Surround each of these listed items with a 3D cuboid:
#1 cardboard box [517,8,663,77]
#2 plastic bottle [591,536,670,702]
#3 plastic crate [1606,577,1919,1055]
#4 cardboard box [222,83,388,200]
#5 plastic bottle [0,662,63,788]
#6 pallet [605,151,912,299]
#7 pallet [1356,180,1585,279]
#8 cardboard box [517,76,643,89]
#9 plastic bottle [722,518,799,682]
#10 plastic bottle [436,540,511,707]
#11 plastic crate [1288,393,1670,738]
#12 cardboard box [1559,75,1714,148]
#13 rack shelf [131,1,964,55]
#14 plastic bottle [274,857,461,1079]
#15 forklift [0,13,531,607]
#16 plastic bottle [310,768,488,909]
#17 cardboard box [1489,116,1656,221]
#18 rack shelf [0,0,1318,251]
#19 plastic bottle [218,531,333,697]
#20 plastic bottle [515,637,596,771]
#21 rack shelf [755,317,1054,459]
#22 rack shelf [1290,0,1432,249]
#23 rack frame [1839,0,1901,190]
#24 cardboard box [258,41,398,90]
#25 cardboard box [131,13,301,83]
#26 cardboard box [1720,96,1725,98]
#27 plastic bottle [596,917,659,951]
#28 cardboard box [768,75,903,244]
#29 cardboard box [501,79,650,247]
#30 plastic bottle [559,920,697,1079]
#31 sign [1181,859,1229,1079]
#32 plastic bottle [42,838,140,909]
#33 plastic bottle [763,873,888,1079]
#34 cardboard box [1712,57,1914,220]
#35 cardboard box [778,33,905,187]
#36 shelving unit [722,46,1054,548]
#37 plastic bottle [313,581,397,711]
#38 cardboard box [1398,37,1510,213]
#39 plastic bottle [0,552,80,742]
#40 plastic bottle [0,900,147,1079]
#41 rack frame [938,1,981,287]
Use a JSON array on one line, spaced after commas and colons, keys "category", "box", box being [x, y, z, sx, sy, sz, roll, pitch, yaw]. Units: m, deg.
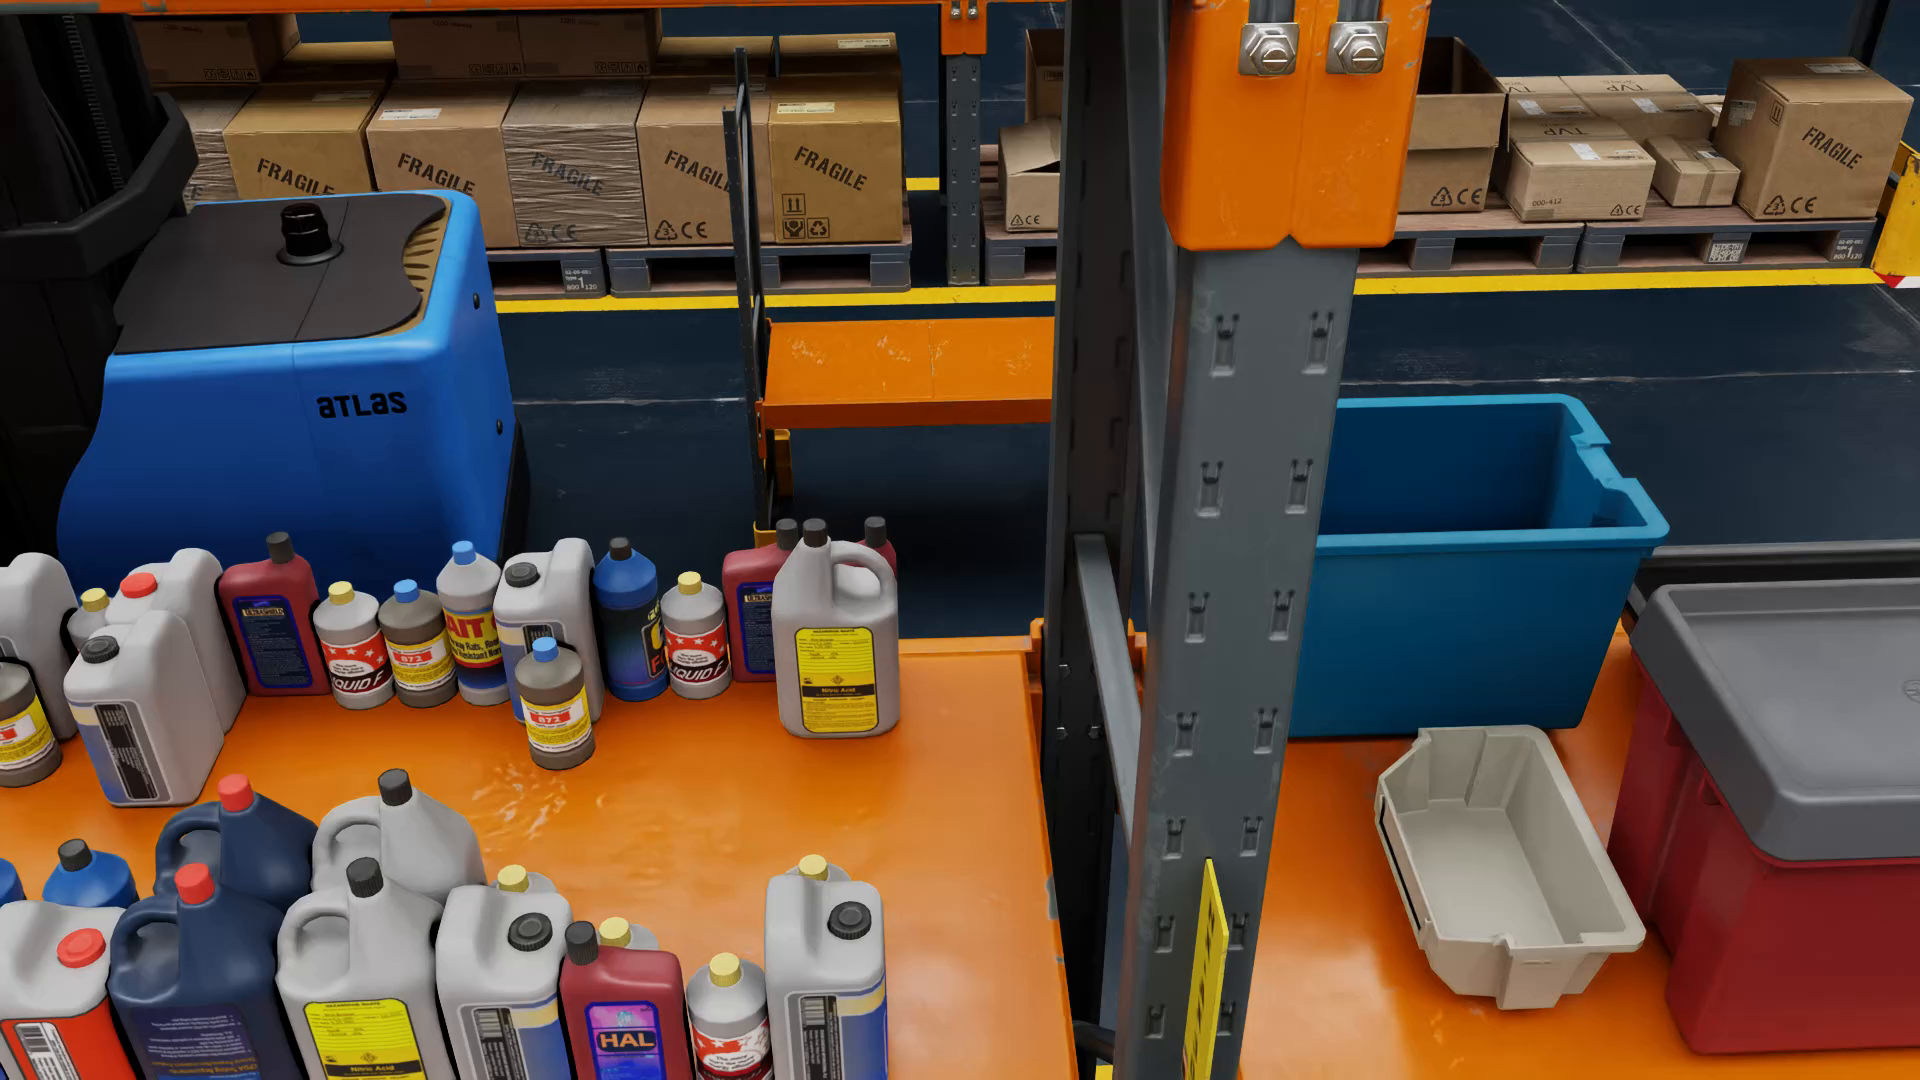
[{"category": "cardboard box", "box": [-1.502, -2.101, 6.801, 0.500, 0.250, 0.500, -1, 35, -2]}, {"category": "plastic bottle", "box": [-0.509, 0.115, 2.562, 0.097, 0.271, 0.097, 0, 35, 0]}, {"category": "plastic crate", "box": [1.126, 0.342, 2.011, 0.583, 0.464, 0.402, -2, 35, -2]}, {"category": "cardboard box", "box": [-2.512, -1.464, 6.540, 0.500, 0.500, 0.500, -2, 35, -3]}, {"category": "plastic bottle", "box": [-1.390, 0.254, 2.422, 0.097, 0.201, 0.097, 0, 35, 0]}, {"category": "pallet", "box": [-0.819, -1.351, 7.017, 1.213, 0.211, 1.003, -2, 35, -2]}, {"category": "pallet", "box": [1.899, -1.447, 7.155, 1.213, 0.211, 1.003, -2, 35, -2]}, {"category": "cardboard box", "box": [-1.535, -1.790, 7.010, 0.500, 0.500, 0.500, -1, 35, -2]}, {"category": "plastic bottle", "box": [-0.297, 0.094, 2.581, 0.133, 0.283, 0.061, -2, 35, -2]}, {"category": "plastic bottle", "box": [-0.741, 0.121, 2.553, 0.097, 0.271, 0.097, 0, 35, 0]}, {"category": "plastic crate", "box": [0.673, 0.050, 2.503, 0.575, 0.384, 0.392, -2, 35, -2]}, {"category": "cardboard box", "box": [2.931, -1.832, 7.291, 0.500, 0.250, 0.500, -2, 35, -2]}, {"category": "rack shelf", "box": [-2.006, -2.191, 6.413, 4.000, 0.370, 1.077, -2, 35, -2]}, {"category": "plastic bottle", "box": [-0.680, 0.506, 1.927, 0.185, 0.351, 0.144, -2, 35, -2]}, {"category": "forklift", "box": [-2.825, -0.963, 4.066, 3.031, 2.935, 1.130, -5, 35, -7]}, {"category": "plastic bottle", "box": [-0.687, 0.424, 2.045, 0.185, 0.351, 0.144, -2, 35, -2]}, {"category": "cardboard box", "box": [2.505, -1.536, 6.863, 0.500, 0.250, 0.500, -2, 35, -2]}, {"category": "rack shelf", "box": [-1.775, -0.609, 1.491, 4.000, 0.370, 1.077, -2, 35, -2]}, {"category": "plastic bottle", "box": [-1.051, 0.114, 2.552, 0.133, 0.283, 0.061, -2, 35, -2]}, {"category": "plastic bottle", "box": [-0.599, 0.232, 2.453, 0.097, 0.201, 0.097, 0, 35, 0]}, {"category": "rack shelf", "box": [-0.085, -0.467, 4.922, 1.000, 0.185, 0.538, -2, 35, -2]}, {"category": "rack shelf", "box": [2.220, -0.717, 1.646, 4.000, 0.370, 1.077, -2, 35, -2]}, {"category": "rack frame", "box": [3.987, -2.649, 6.442, 0.127, 3.000, 1.000, -2, 35, -2]}, {"category": "cardboard box", "box": [-2.564, -1.759, 6.965, 0.500, 0.500, 0.500, -3, 35, -4]}, {"category": "cardboard box", "box": [-3.025, -2.057, 6.738, 0.500, 0.250, 0.500, 0, 35, 0]}, {"category": "cardboard box", "box": [3.553, -1.842, 7.394, 0.250, 0.149, 0.380, -2, 35, -2]}, {"category": "plastic bottle", "box": [-0.407, 0.538, 2.011, 0.097, 0.201, 0.097, 0, 35, 0]}, {"category": "cardboard box", "box": [-0.488, -1.518, 6.618, 0.500, 0.500, 0.500, -2, 35, -2]}, {"category": "cardboard box", "box": [-1.483, -1.496, 6.586, 0.500, 0.500, 0.500, -1, 35, -2]}, {"category": "plastic bottle", "box": [-0.385, 0.549, 1.923, 0.133, 0.283, 0.061, -2, 35, -2]}, {"category": "sign", "box": [0.247, 0.474, 1.687, 0.005, 0.325, 0.100, -2, 35, -2]}, {"category": "plastic bottle", "box": [-1.049, 0.475, 2.041, 0.097, 0.271, 0.097, 0, 35, 0]}, {"category": "plastic bottle", "box": [-0.156, 0.520, 1.972, 0.135, 0.276, 0.152, -2, 35, -2]}, {"category": "cardboard box", "box": [3.456, -1.647, 6.804, 0.500, 0.500, 0.500, -2, 35, -2]}, {"category": "cardboard box", "box": [-0.503, -1.820, 7.053, 0.500, 0.500, 0.500, -3, 35, -4]}, {"category": "shelving unit", "box": [-0.076, -0.615, 4.820, 1.083, 1.500, 0.587, -2, 35, -2]}, {"category": "plastic bottle", "box": [-0.935, 0.155, 2.565, 0.097, 0.201, 0.097, 0, 35, 0]}, {"category": "cardboard box", "box": [1.868, -1.749, 6.949, 0.637, 0.503, 0.797, -2, 35, -2]}, {"category": "plastic bottle", "box": [-1.415, 0.153, 2.502, 0.135, 0.276, 0.152, -2, 35, -2]}, {"category": "plastic bottle", "box": [-1.025, 0.543, 1.938, 0.135, 0.276, 0.152, -2, 35, -2]}, {"category": "rack frame", "box": [-0.008, -2.541, 6.286, 0.127, 3.000, 1.000, -2, 35, -2]}]
